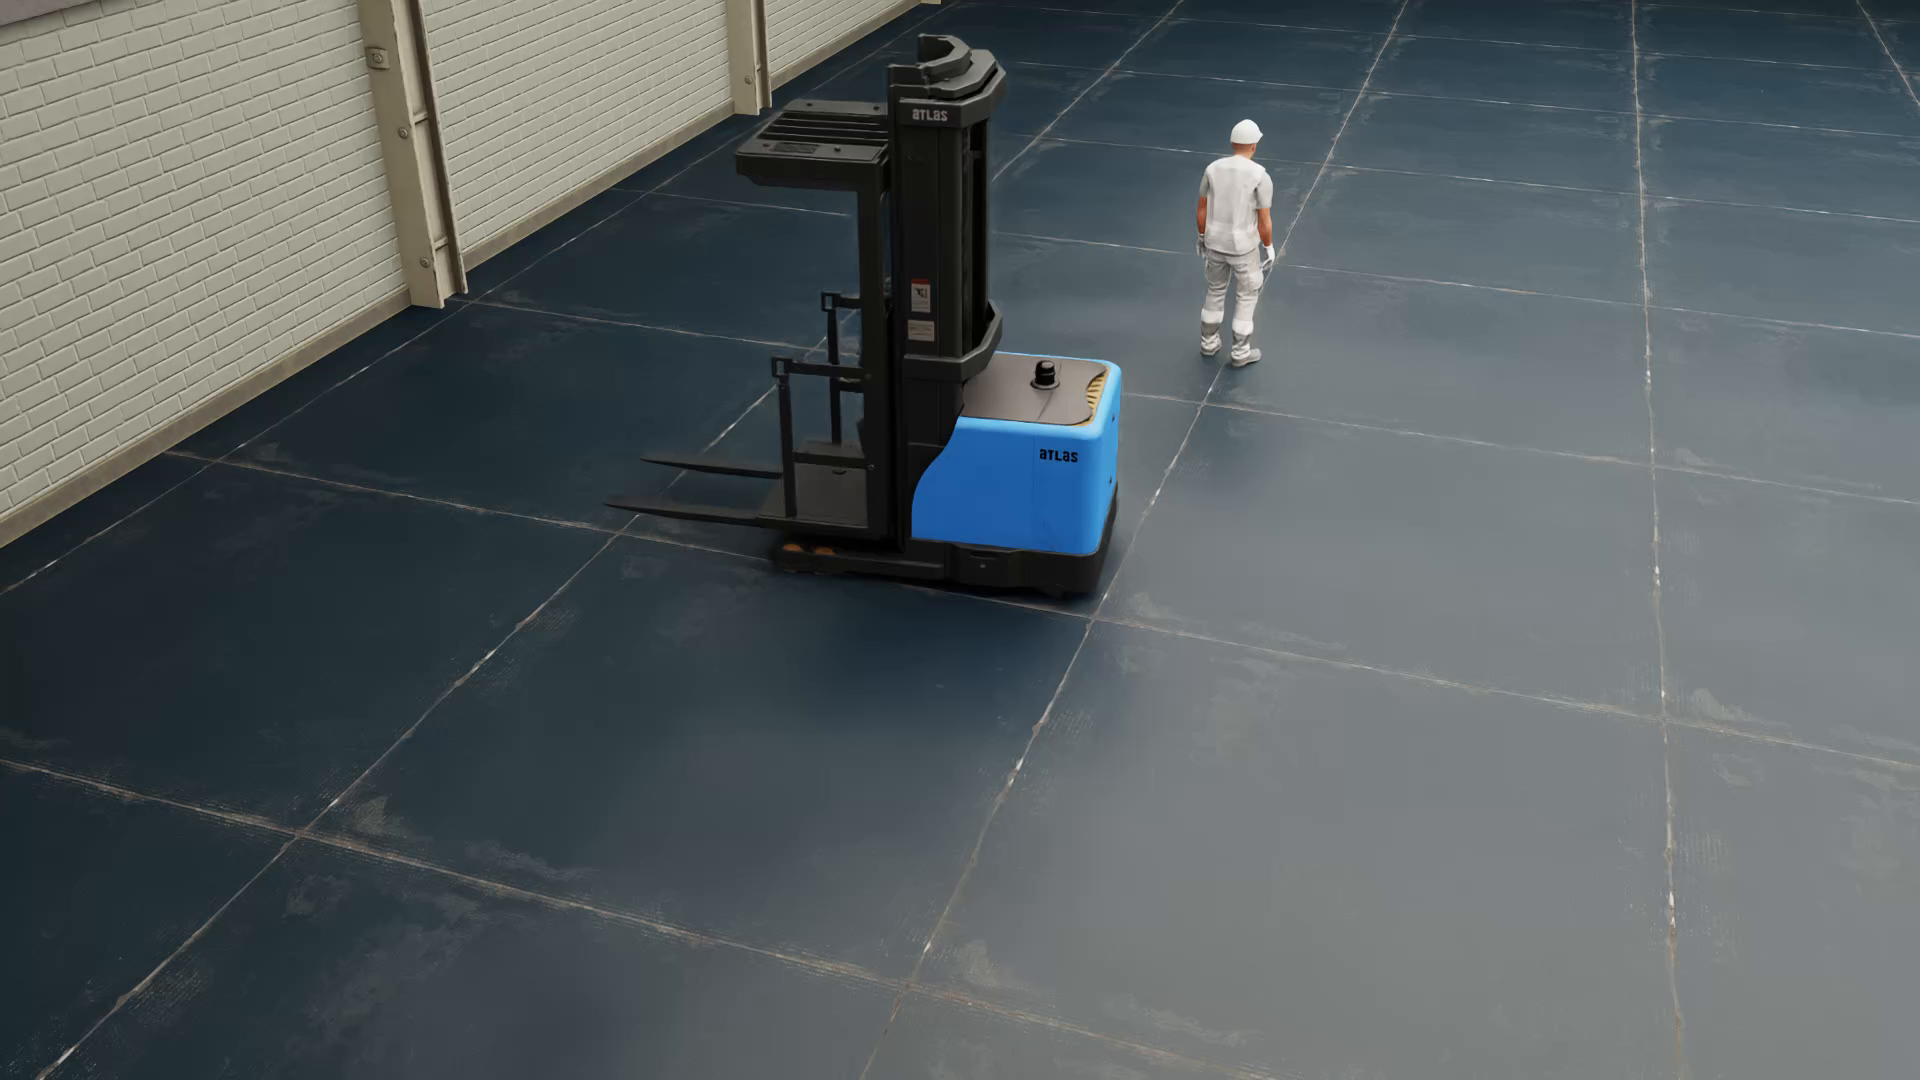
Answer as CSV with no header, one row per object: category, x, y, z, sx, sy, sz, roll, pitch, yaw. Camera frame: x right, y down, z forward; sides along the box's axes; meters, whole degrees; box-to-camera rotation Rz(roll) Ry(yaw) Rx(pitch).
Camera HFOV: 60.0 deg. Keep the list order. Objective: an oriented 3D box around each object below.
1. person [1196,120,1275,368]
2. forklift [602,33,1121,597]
person,2.000,-2.147,12.073,0.608,1.778,0.438,20,35,31
forklift,-0.614,-1.311,9.436,3.031,2.935,1.130,6,30,10
